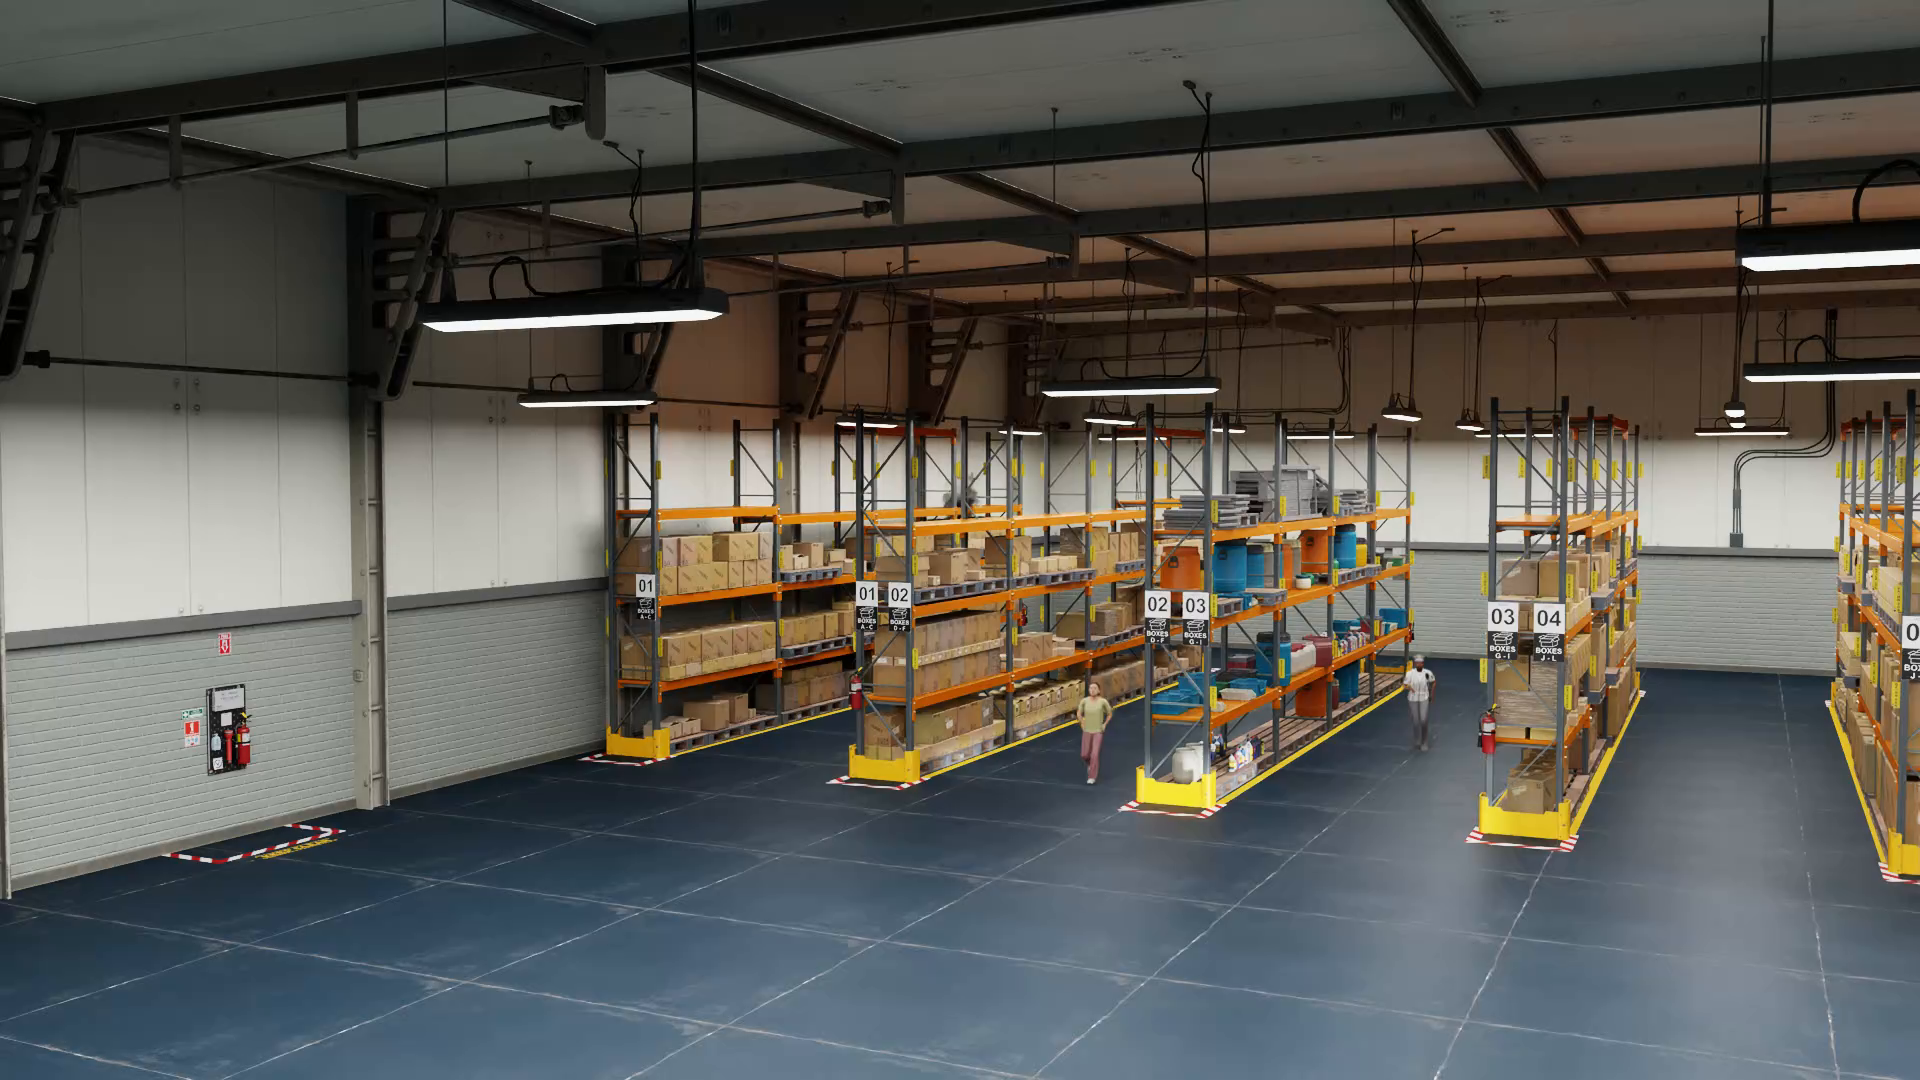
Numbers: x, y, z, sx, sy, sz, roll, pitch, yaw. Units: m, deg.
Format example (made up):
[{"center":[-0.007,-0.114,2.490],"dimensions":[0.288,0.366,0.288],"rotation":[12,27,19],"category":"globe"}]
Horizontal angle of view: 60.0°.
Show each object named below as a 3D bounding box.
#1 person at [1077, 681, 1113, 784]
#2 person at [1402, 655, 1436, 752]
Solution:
[{"center":[2.153,3.066,26.625],"dimensions":[0.572,1.624,0.549],"rotation":[1,2,12],"category":"person"},{"center":[8.214,2.916,29.767],"dimensions":[0.568,1.751,0.739],"rotation":[1,3,20],"category":"person"}]
